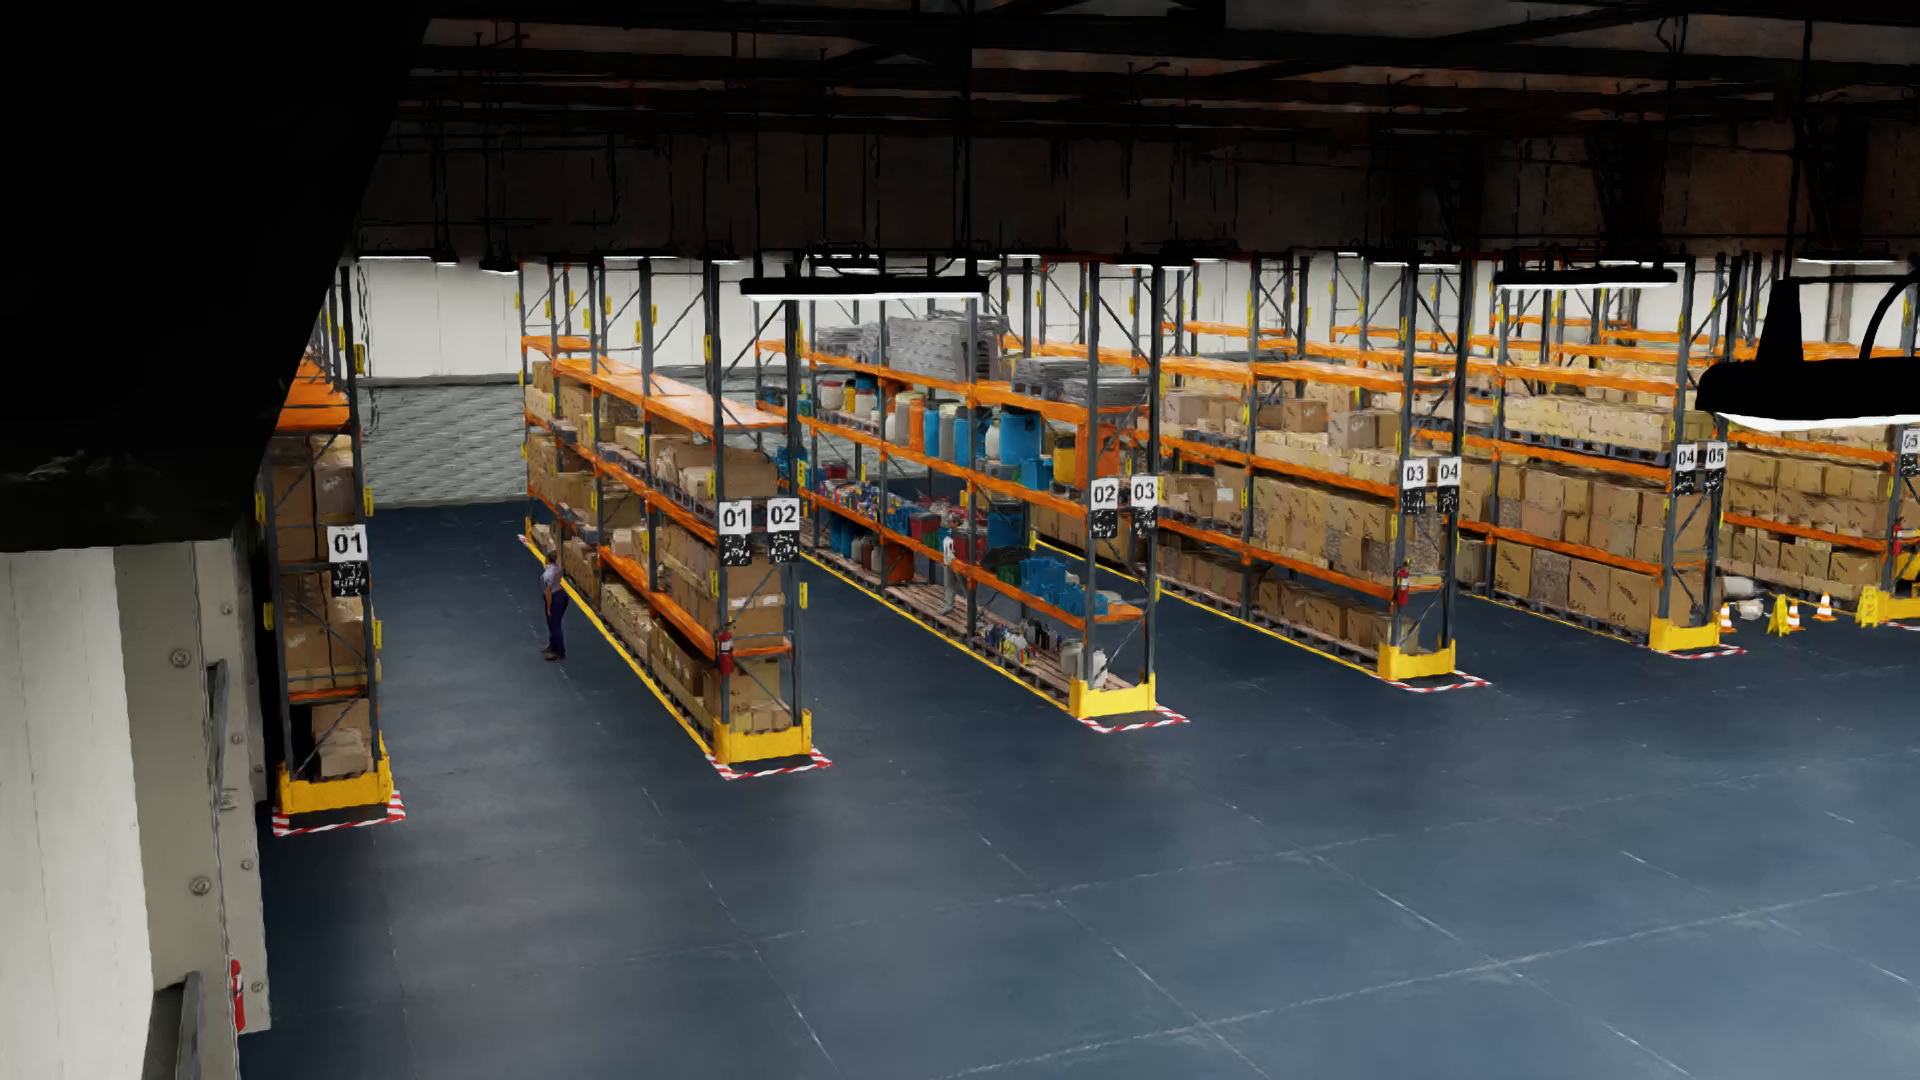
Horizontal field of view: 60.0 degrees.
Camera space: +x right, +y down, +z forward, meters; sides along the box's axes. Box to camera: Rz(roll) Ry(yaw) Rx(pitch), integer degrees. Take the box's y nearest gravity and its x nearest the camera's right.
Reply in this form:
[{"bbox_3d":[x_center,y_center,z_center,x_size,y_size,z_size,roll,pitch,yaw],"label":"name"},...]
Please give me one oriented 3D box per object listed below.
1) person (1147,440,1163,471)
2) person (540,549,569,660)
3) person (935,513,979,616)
[{"bbox_3d":[5.164,-2.441,43.815,0.507,1.640,0.598,7,12,33],"label":"person"},{"bbox_3d":[-6.192,0.959,25.187,0.470,1.652,0.523,1,10,8],"label":"person"},{"bbox_3d":[-0.036,0.392,26.533,0.612,1.645,0.661,-7,13,-35],"label":"person"}]
